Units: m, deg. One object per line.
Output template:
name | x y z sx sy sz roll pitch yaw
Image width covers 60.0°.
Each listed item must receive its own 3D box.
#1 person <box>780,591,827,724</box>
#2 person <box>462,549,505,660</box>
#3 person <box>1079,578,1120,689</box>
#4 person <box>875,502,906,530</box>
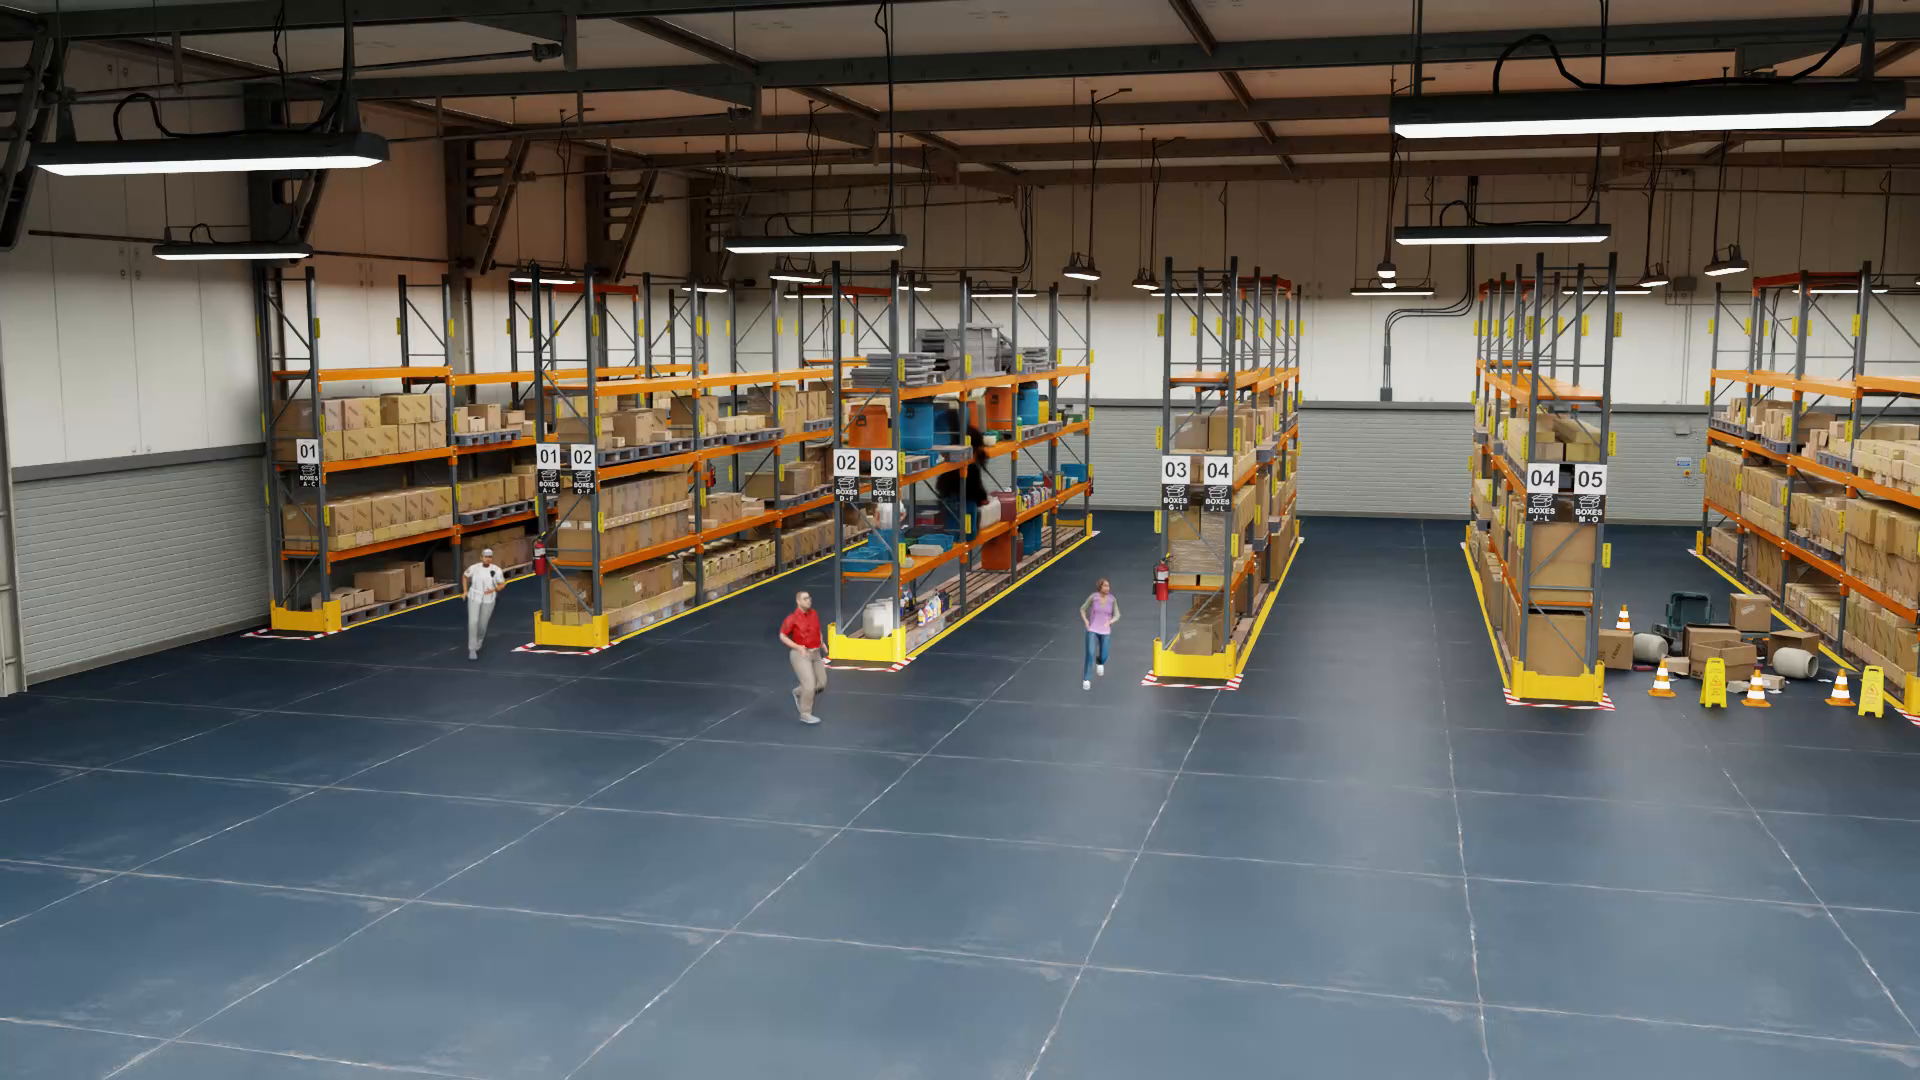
person | -1.998 1.483 21.247 0.629 1.672 0.661 7 10 42
person | -7.322 0.952 25.592 0.642 1.647 0.871 -2 8 -18
person | 1.967 1.308 23.449 0.563 1.523 0.626 0 7 -1
person | -1.458 -0.246 34.577 0.673 1.772 0.692 1 7 9
